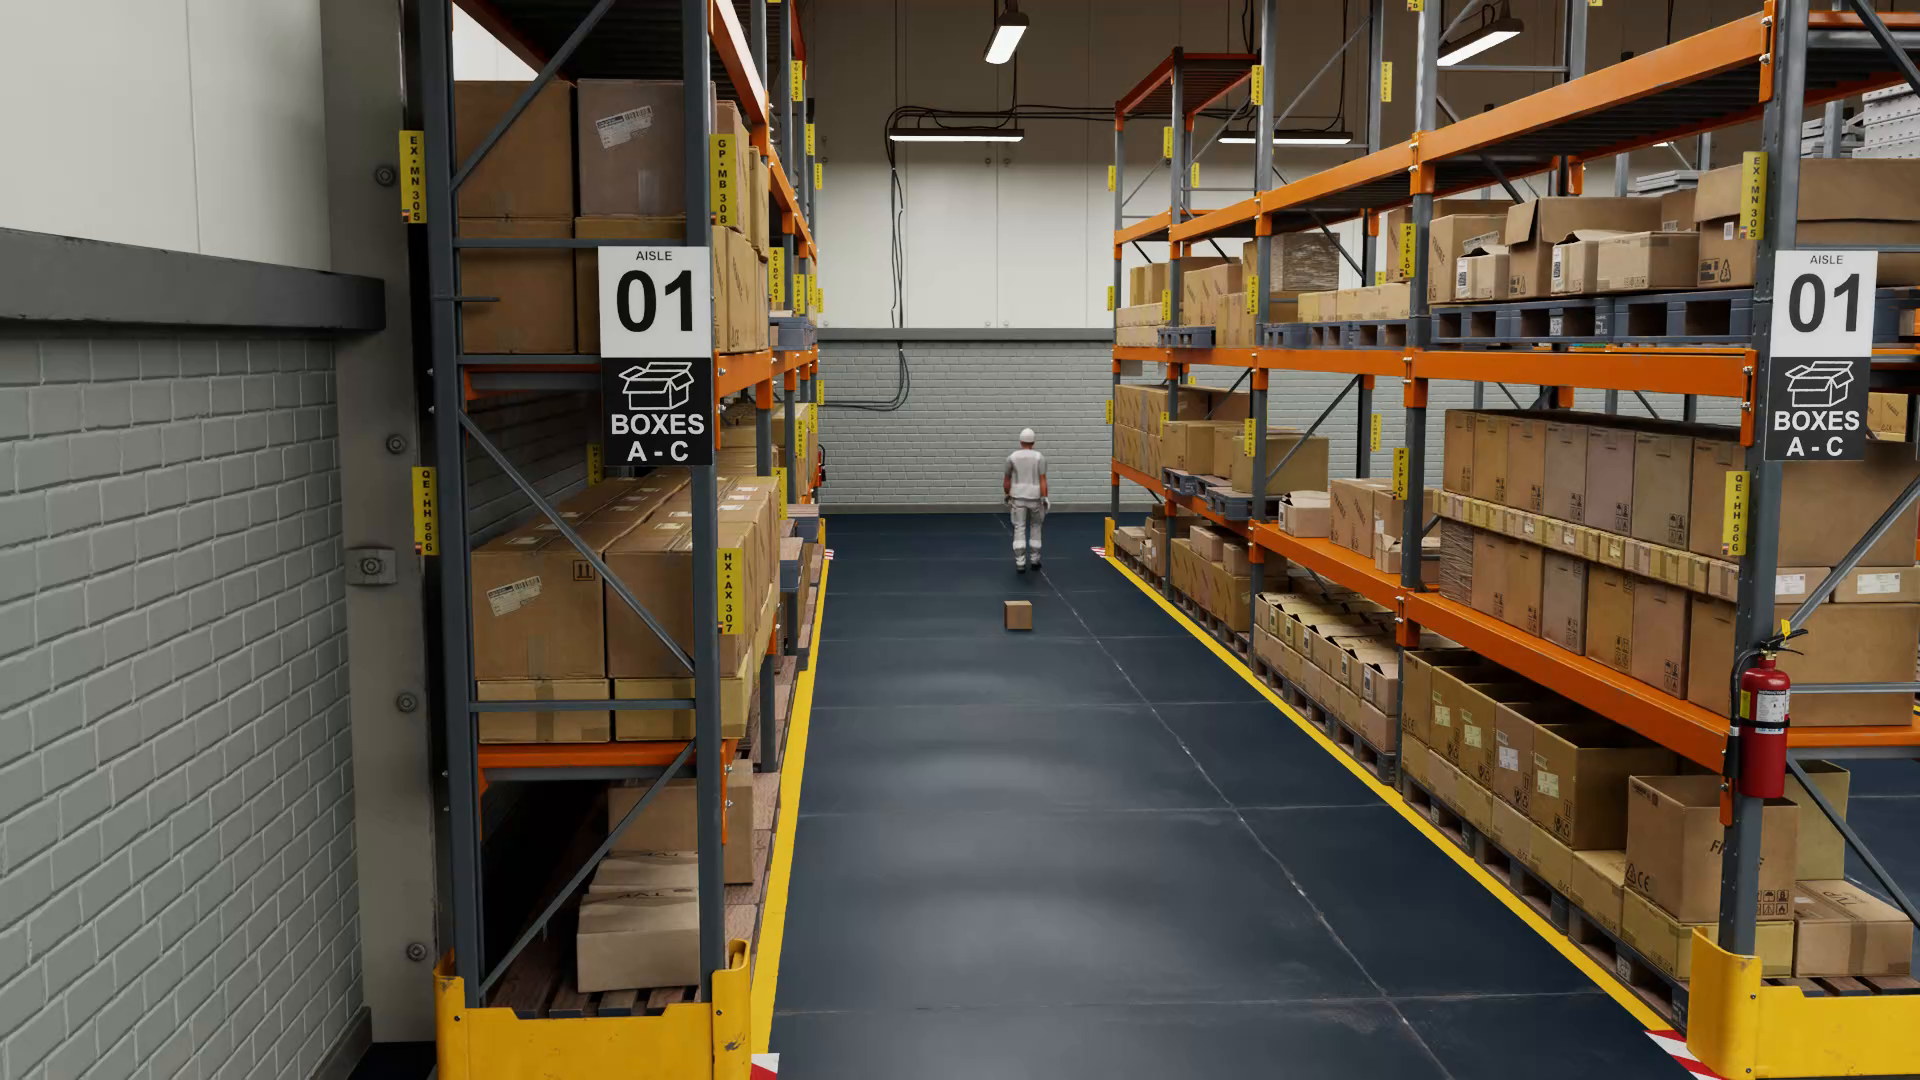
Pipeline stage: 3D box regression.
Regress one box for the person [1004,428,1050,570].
[{"bbox_3d":[0.841,-0.507,20.932,0.594,1.809,0.773,1,7,4],"label":"person"}]
